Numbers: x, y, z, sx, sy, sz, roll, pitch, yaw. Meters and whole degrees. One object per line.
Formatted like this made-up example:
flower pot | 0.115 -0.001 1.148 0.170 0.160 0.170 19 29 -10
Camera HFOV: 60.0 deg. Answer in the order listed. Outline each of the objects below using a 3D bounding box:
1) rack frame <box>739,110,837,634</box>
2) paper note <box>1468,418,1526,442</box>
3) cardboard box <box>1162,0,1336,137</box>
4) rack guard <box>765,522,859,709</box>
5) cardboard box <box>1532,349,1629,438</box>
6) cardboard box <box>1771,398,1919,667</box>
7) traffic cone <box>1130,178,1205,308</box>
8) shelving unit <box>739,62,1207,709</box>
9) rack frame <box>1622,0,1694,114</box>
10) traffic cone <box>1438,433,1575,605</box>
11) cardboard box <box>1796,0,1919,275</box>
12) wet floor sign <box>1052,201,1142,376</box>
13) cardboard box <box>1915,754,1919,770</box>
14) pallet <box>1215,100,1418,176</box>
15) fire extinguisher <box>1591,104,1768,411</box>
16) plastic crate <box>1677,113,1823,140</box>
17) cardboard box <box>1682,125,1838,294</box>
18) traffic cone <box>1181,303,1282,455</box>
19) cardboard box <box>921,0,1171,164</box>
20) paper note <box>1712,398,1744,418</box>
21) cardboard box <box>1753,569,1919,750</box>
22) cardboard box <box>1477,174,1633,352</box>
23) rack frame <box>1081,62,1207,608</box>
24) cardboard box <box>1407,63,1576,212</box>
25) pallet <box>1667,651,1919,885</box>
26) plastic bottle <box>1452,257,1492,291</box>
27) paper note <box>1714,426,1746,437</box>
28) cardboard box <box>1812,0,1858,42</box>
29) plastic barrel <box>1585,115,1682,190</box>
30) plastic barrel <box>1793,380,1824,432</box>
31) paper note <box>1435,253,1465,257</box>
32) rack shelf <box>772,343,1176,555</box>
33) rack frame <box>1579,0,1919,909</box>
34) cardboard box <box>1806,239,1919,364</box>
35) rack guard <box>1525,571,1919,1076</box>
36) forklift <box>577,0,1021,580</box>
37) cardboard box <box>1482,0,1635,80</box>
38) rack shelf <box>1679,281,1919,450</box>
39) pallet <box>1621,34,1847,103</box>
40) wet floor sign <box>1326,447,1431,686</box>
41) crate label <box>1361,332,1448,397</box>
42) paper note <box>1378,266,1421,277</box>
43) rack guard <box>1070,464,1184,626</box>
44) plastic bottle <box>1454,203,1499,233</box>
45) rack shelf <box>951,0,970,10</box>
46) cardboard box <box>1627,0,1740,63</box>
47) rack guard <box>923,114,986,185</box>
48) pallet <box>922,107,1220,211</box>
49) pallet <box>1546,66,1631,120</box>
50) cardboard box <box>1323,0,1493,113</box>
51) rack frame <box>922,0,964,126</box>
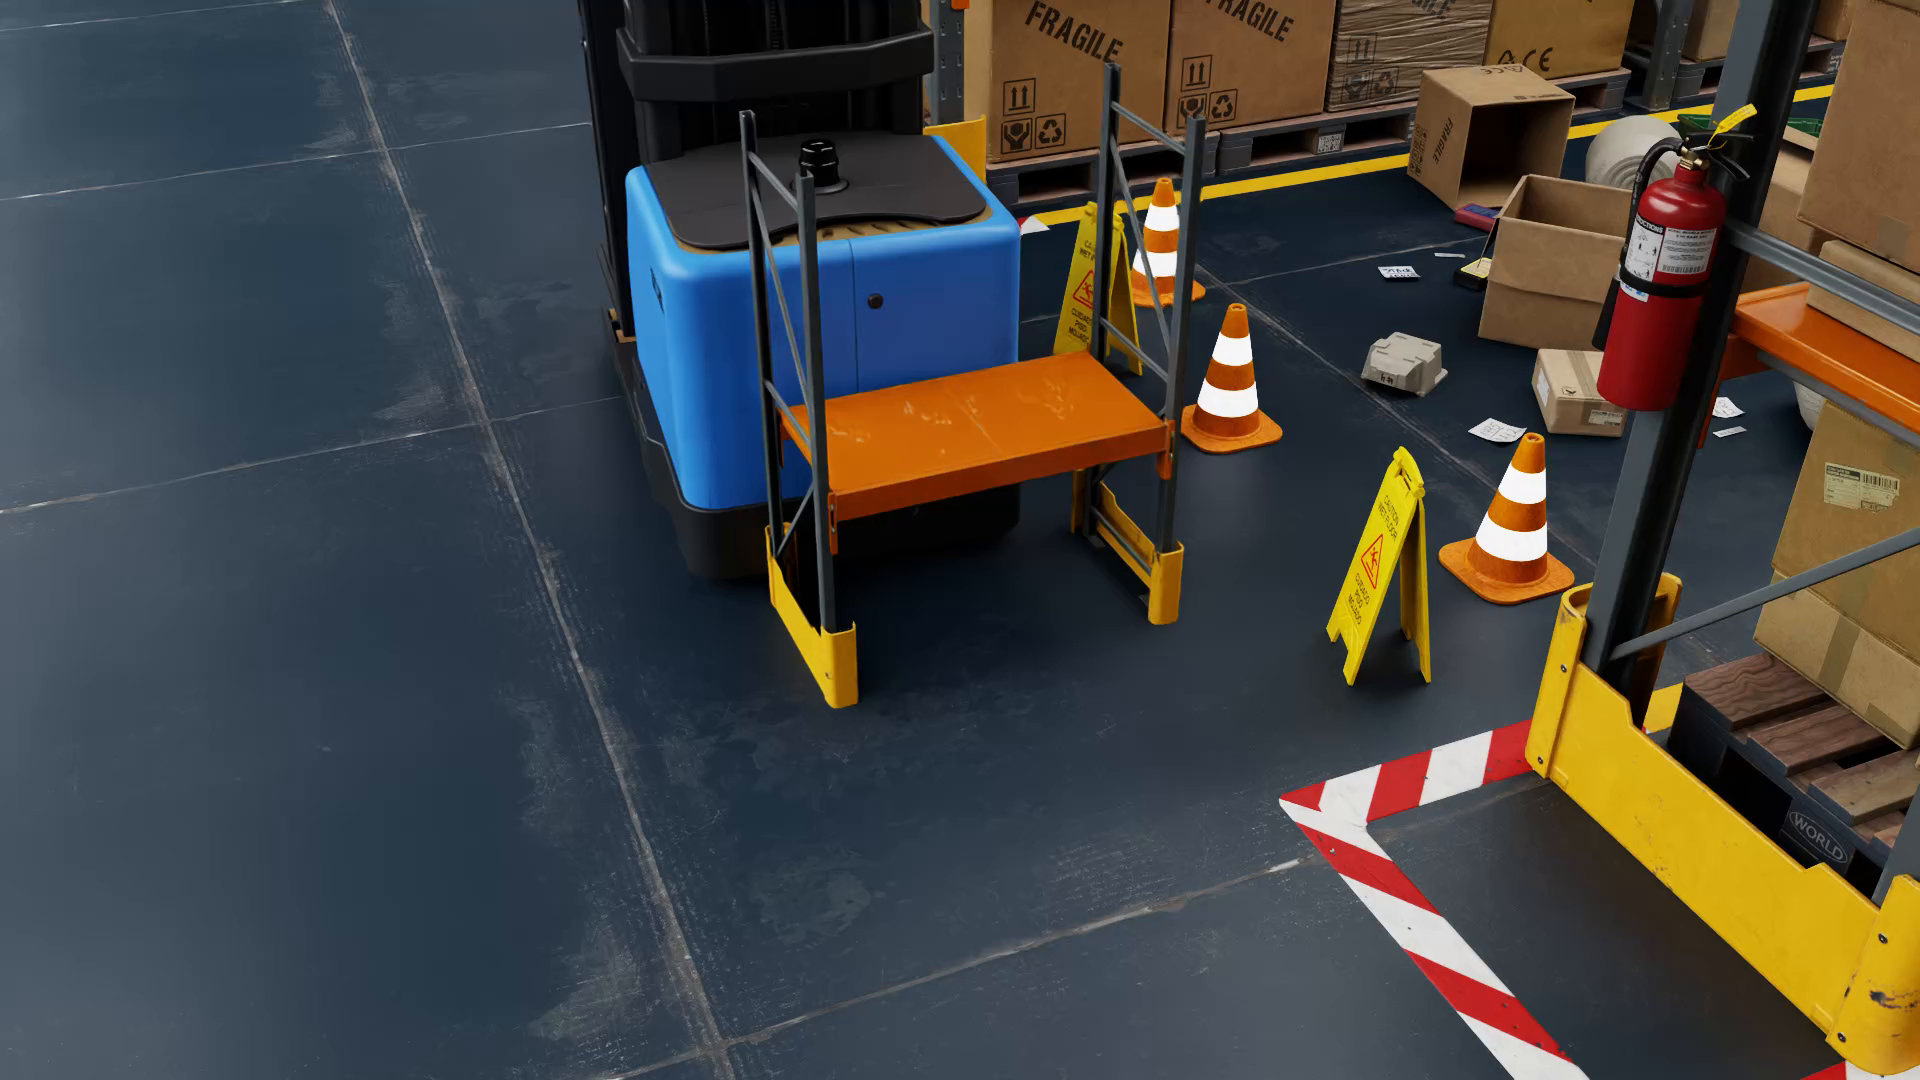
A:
rack frame | -0.441 -0.316 4.360 0.032 1.500 0.500 -13 35 -19
paper note | 1.881 -0.385 5.814 0.142 0.019 0.148 -27 42 -35
cardboard box | 1.181 -2.545 7.975 0.875 0.875 0.875 -13 35 -20
rack guard | -0.423 0.204 4.707 0.087 0.250 0.587 -13 35 -19
cardboard box | 2.206 -0.526 5.923 0.250 0.149 0.380 4 33 6
cardboard box | 2.418 -0.067 4.051 0.500 0.500 0.500 -13 35 -19
traffic cone | 0.810 -1.232 6.718 0.334 0.463 0.336 -13 35 -19
shelving unit | 0.037 -0.424 4.527 1.083 1.500 0.587 -13 35 -19
rack frame | 3.459 -3.741 8.250 0.127 3.000 1.000 -13 35 -19
traffic cone | 1.677 -0.105 4.987 0.334 0.463 0.336 -13 35 -19
cardboard box | 2.174 -0.849 3.440 0.500 0.500 0.500 -14 35 -20
wet floor sign | 0.510 -0.908 6.054 0.232 0.644 0.267 -19 38 -27
cardboard box | 2.631 0.516 3.842 0.500 0.250 0.500 -13 35 -19
pallet | 1.601 -2.192 8.425 1.213 0.211 1.003 -13 35 -19
fire extinguisher | 1.496 -0.604 3.499 0.183 0.674 0.296 -13 35 -19
plastic crate | 3.806 -1.891 7.932 0.662 0.188 0.450 4 23 6
cardboard box | 3.278 -1.285 6.639 0.503 0.637 0.797 -13 35 -19
traffic cone | 0.934 -0.591 5.735 0.334 0.463 0.336 -13 35 -19
cardboard box | 0.370 -2.359 7.688 0.875 0.875 0.875 -13 35 -19
paper note | 2.722 -0.484 5.977 0.142 0.019 0.148 -2 33 -2
cardboard box | 2.443 0.237 4.272 0.500 0.250 0.500 -13 35 -19
cardboard box | 2.419 -1.027 6.366 0.797 0.503 0.637 16 36 23
rack frame | 0.497 -0.530 4.689 0.032 1.500 0.500 -13 35 -19
cardboard box | 2.425 -1.851 7.634 0.500 0.500 0.500 -7 34 -11
pallet | 2.613 0.570 4.180 1.213 0.211 1.003 -13 35 -19
plastic bottle | 2.182 -1.116 6.910 0.283 0.061 0.133 -27 42 -35
paper note | 2.697 -0.380 5.824 0.123 0.001 0.032 -13 35 -19
cardboard box | 4.887 -3.352 9.330 0.750 0.750 1.050 -13 35 -19
plastic barrel | 3.006 -1.651 7.399 0.421 0.421 0.512 10 34 14
plastic barrel | 3.098 -0.546 5.702 0.421 0.421 0.512 10 34 14
paper note | 2.095 -1.218 7.112 0.123 0.001 0.032 4 33 6
rack shelf | 0.028 -0.272 4.622 1.000 0.185 0.538 -13 35 -19
rack frame | 1.780 -0.429 3.159 0.127 3.000 1.000 -13 35 -19
cardboard box | 2.042 -0.510 3.514 0.250 0.149 0.380 -12 35 -17
rack guard | 1.850 0.603 3.865 0.348 0.500 1.175 -13 35 -19
forklift | -0.734 -1.906 5.492 1.130 2.935 3.031 -10 34 -14
cardboard box | 2.852 -2.929 8.565 0.875 0.875 0.875 -12 35 -18
rack shelf | 3.624 -0.550 4.004 4.000 0.370 1.077 -13 35 -19
pallet | 4.141 -2.773 9.319 1.213 0.211 1.003 -13 35 -19
wet floor sign | 1.191 0.060 4.566 0.232 0.644 0.267 -2 33 -2
crate label | 1.635 -0.652 6.127 0.250 0.136 0.298 23 39 30
paper note | 1.835 -1.120 6.945 0.142 0.017 0.144 -2 33 -2
rack guard | 0.496 -0.005 5.029 0.087 0.250 0.587 -13 35 -19
plastic bottle | 2.349 -1.414 7.367 0.133 0.061 0.283 -27 42 -35
rack shelf | 1.615 -3.017 7.797 4.000 0.370 1.077 -13 35 -19
cardboard box | 3.996 -3.151 9.020 0.750 0.750 1.050 -13 35 -19
rack guard | -0.252 -1.844 7.626 0.348 0.500 1.175 -13 35 -19
pallet | 0.477 -1.936 8.032 1.213 0.211 1.003 -13 35 -19
pallet | 2.727 -2.451 8.824 1.213 0.211 1.003 -13 35 -19
cardboard box | 2.022 -2.737 8.269 0.875 0.875 0.875 -13 35 -19
rack frame | -0.229 -2.897 6.952 0.127 3.000 1.000 -13 35 -19
